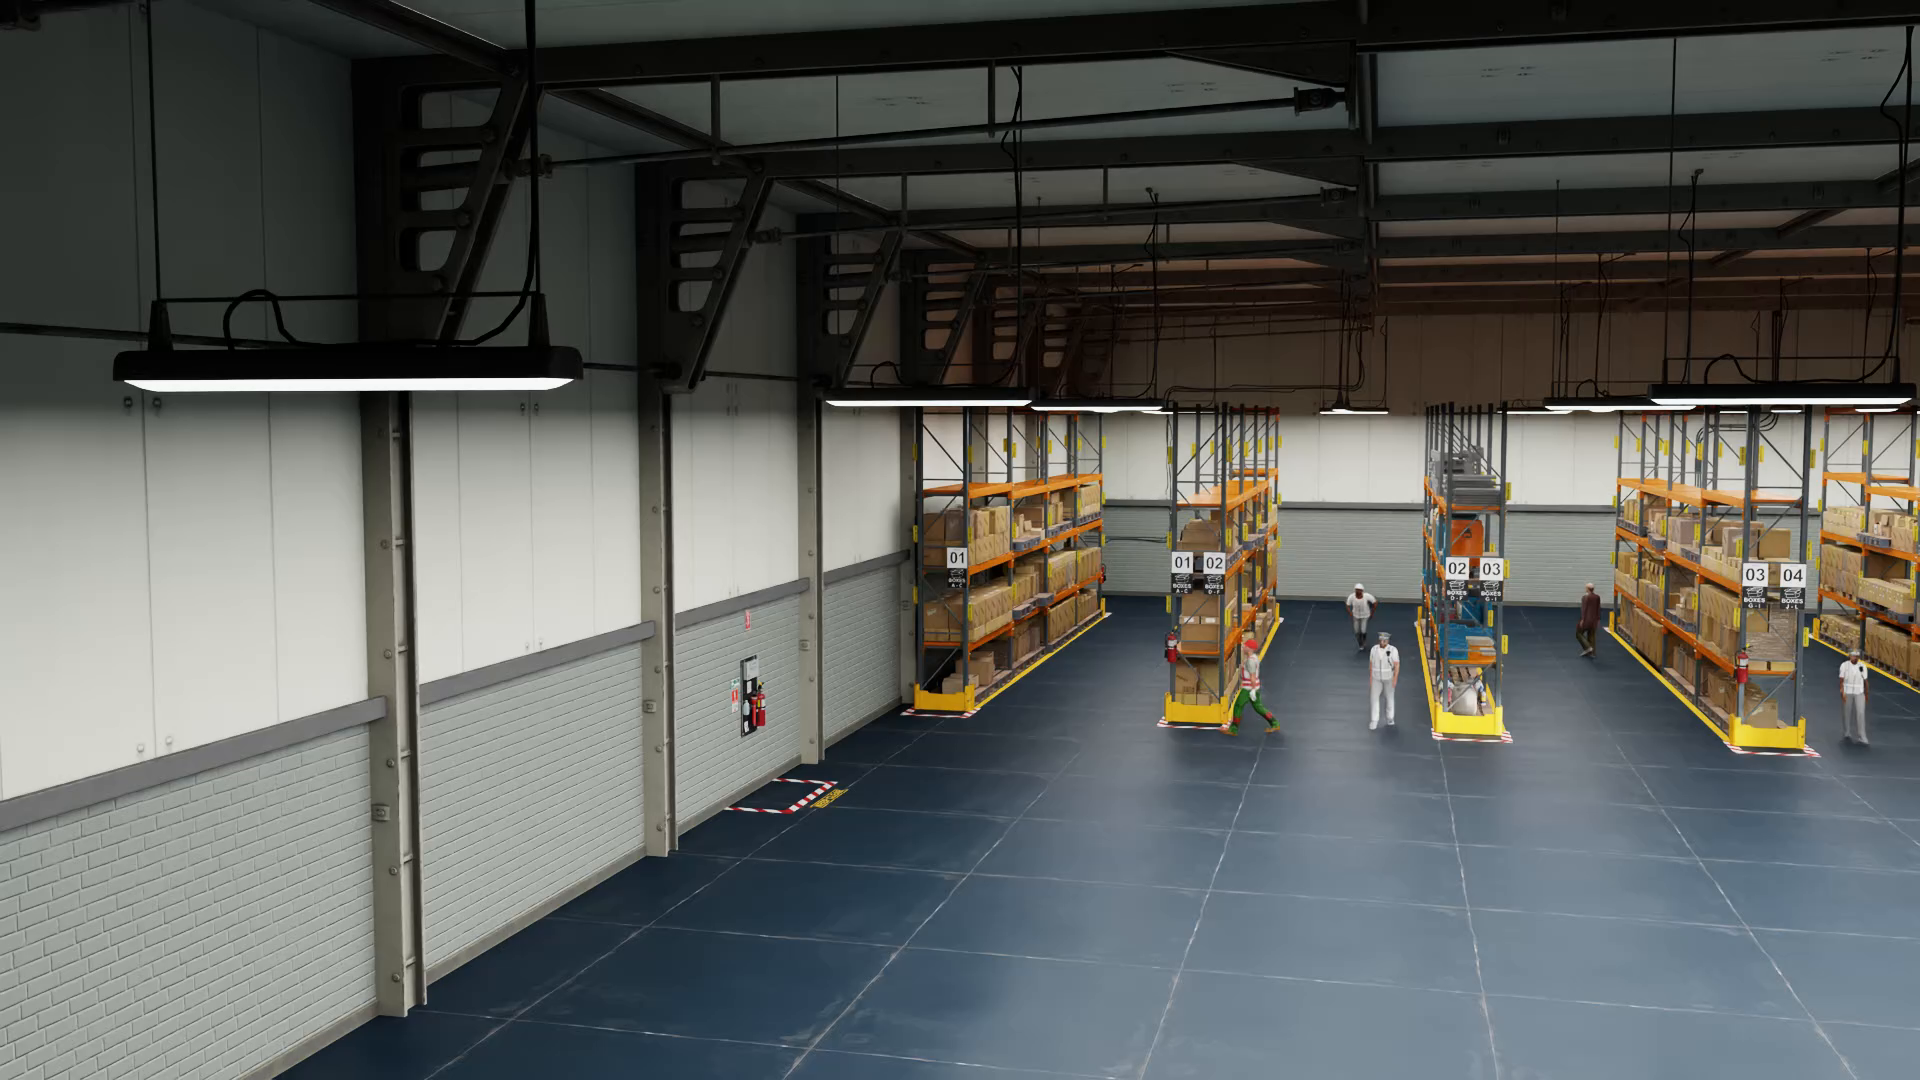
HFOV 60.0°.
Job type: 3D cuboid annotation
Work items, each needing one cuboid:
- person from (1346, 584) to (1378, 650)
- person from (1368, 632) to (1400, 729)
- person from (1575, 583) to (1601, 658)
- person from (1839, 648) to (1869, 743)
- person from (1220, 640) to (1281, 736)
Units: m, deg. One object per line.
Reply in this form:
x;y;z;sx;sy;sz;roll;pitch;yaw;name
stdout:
9.843;1.881;40.761;0.747;1.666;0.696;2;5;23;person
7.834;2.586;30.776;0.581;1.761;0.673;2;5;30;person
14.995;1.910;39.567;0.638;1.779;0.539;-2;5;-25;person
15.769;2.715;29.325;0.485;1.634;0.921;2;5;25;person
5.211;2.651;29.754;1.075;1.747;0.528;1;4;18;person
